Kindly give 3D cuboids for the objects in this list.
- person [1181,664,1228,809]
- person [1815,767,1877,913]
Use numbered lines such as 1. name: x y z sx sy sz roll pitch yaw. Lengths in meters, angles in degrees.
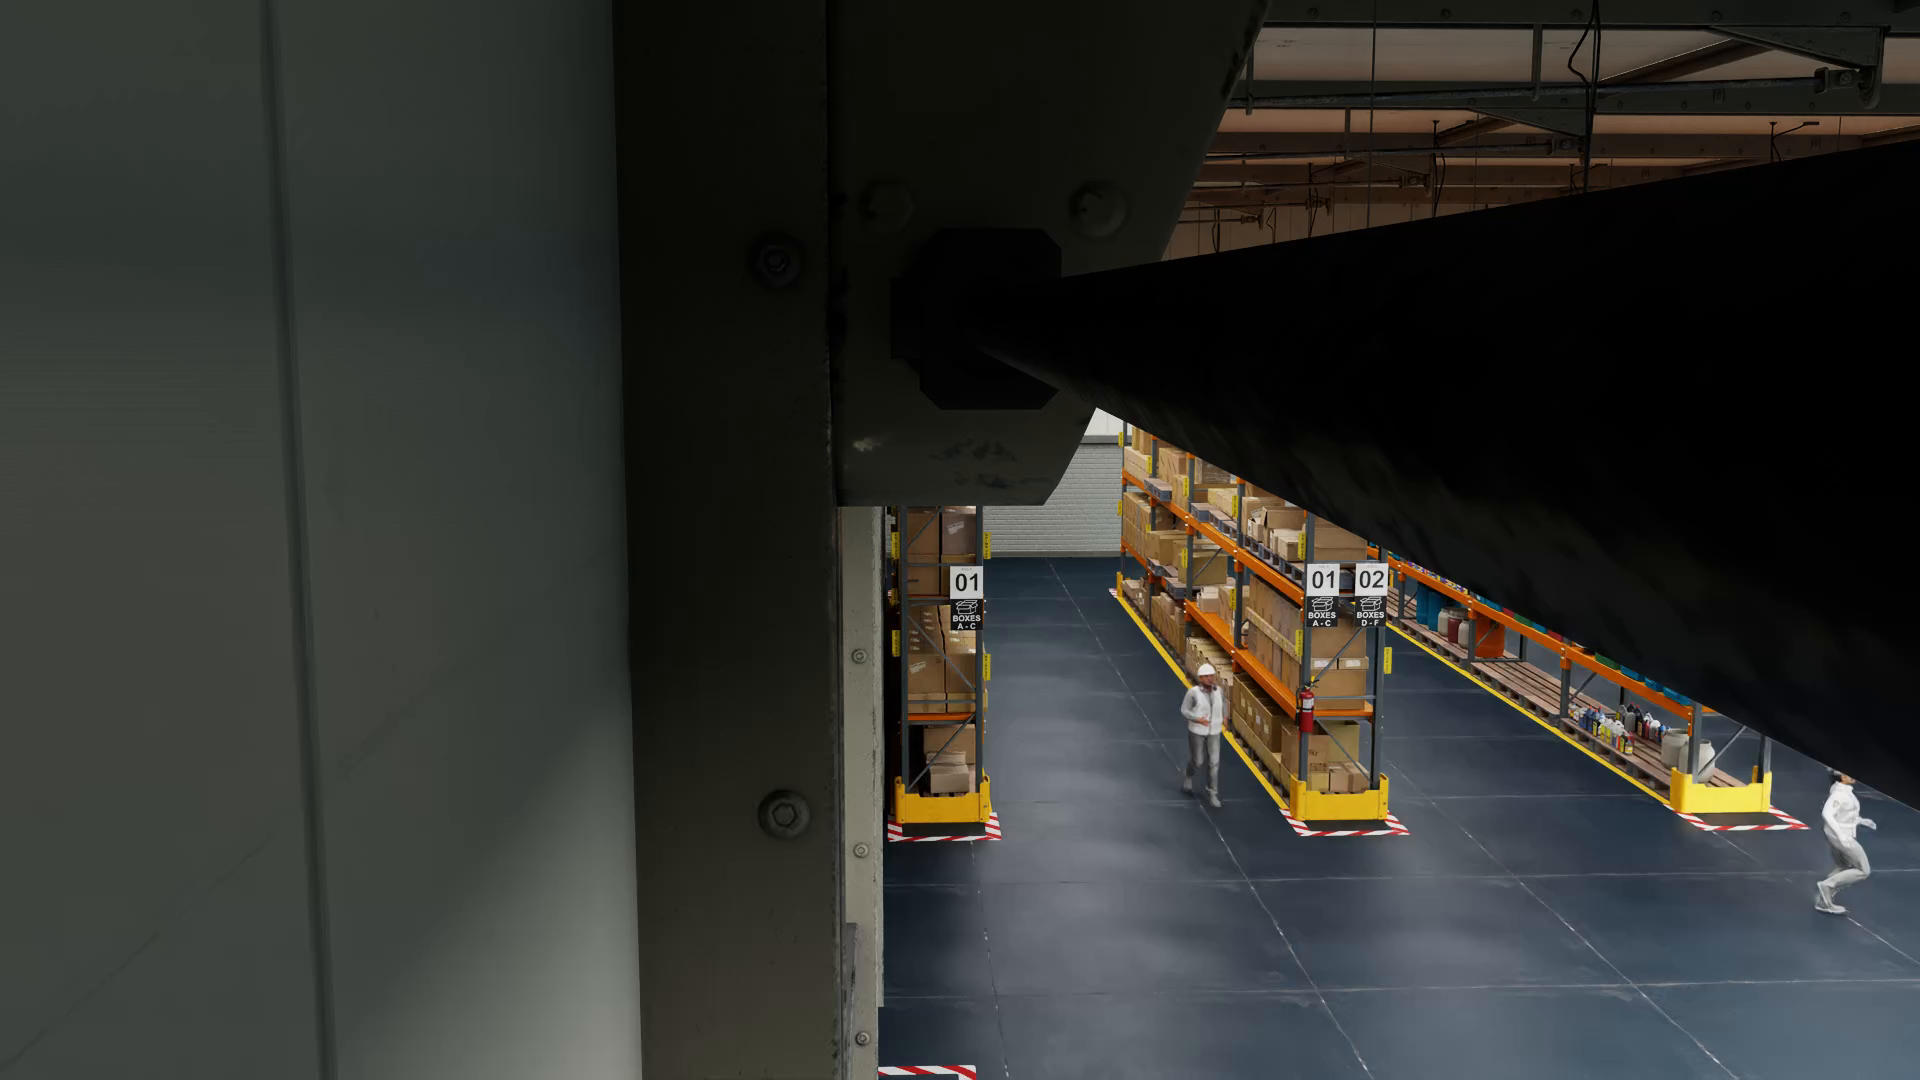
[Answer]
1. person: 3.143 2.463 21.352 0.679 1.790 0.851 -2 8 -13
2. person: 9.239 3.062 17.319 0.547 1.595 0.614 3 9 22
